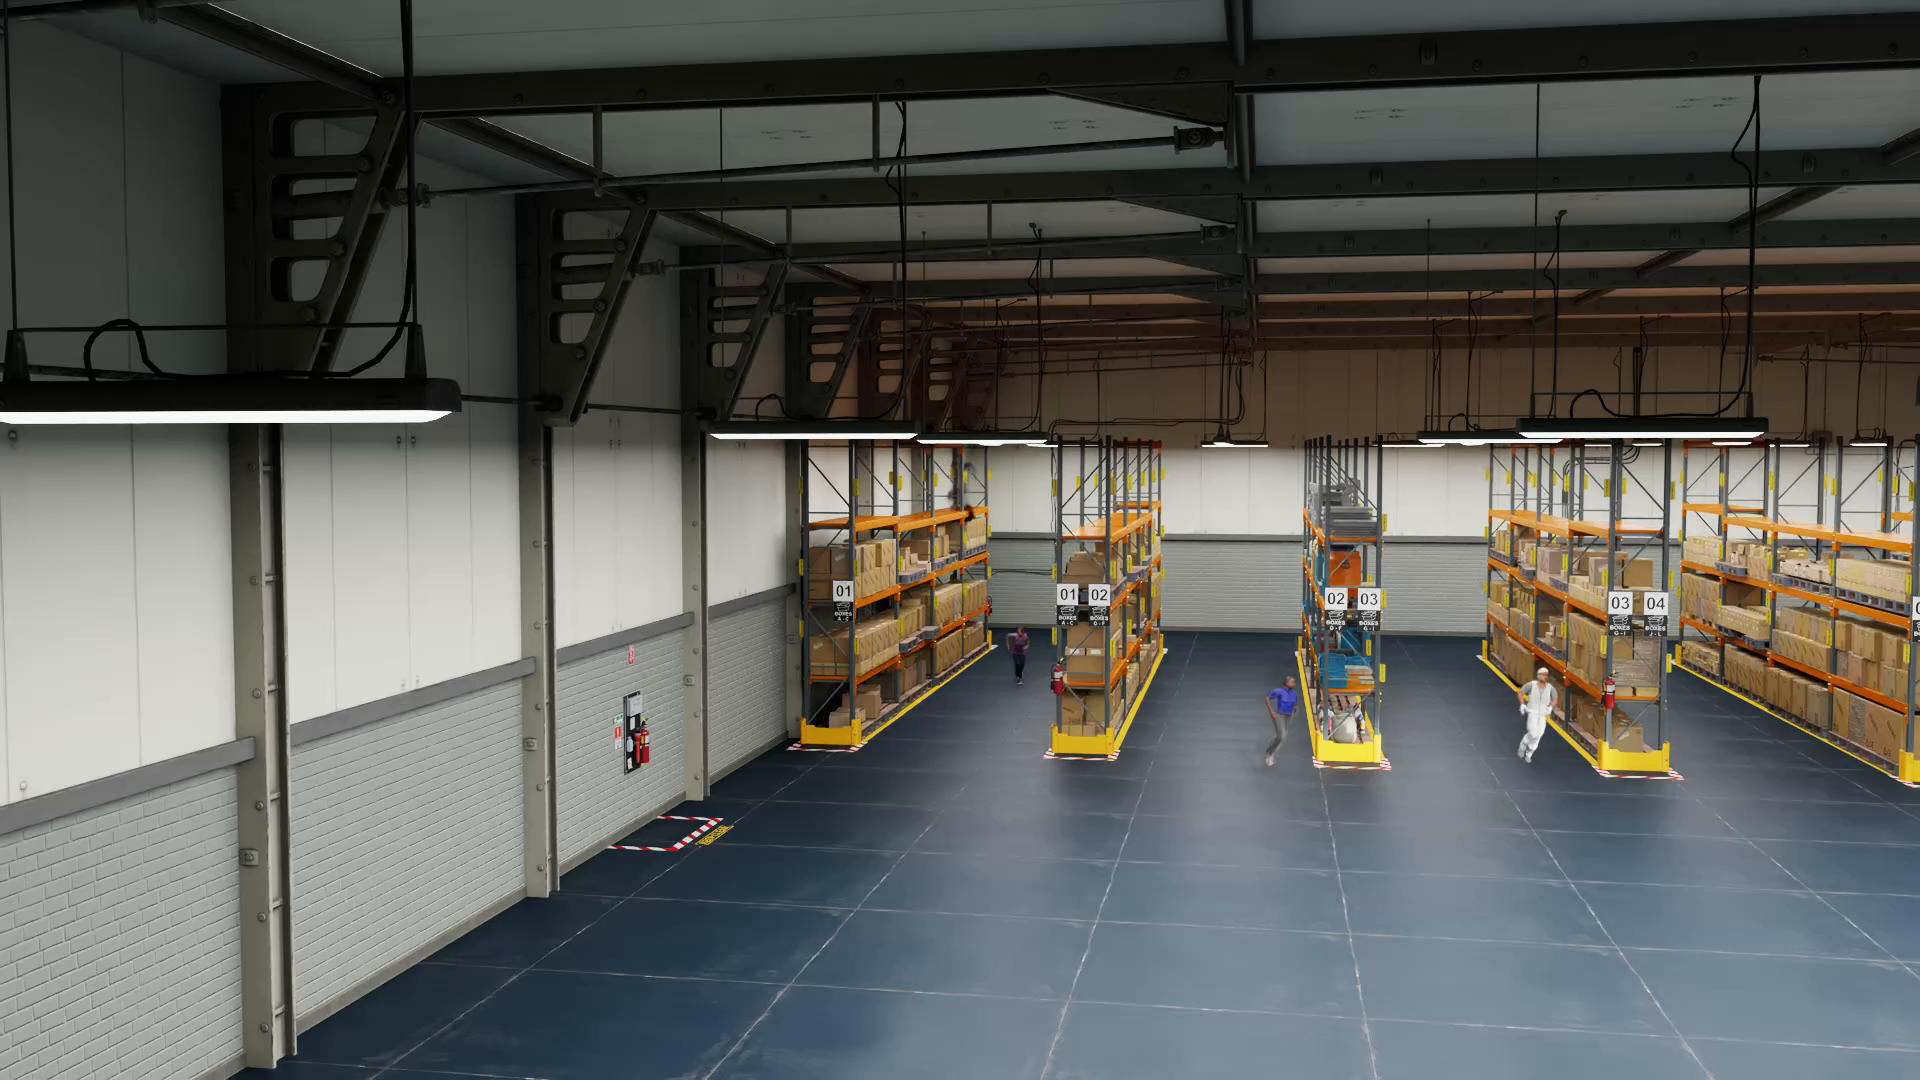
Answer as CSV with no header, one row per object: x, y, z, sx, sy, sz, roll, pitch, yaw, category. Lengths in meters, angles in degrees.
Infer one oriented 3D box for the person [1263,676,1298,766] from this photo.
5.856,3.291,30.339,0.693,1.624,0.683,-2,3,-27,person

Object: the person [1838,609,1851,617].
23.848,2.421,44.957,0.616,1.733,0.661,1,3,13,person

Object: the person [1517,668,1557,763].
10.606,3.212,30.463,0.679,1.754,0.545,0,3,2,person

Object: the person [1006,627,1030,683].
1.403,2.800,40.511,0.569,1.435,0.867,0,3,-4,person
